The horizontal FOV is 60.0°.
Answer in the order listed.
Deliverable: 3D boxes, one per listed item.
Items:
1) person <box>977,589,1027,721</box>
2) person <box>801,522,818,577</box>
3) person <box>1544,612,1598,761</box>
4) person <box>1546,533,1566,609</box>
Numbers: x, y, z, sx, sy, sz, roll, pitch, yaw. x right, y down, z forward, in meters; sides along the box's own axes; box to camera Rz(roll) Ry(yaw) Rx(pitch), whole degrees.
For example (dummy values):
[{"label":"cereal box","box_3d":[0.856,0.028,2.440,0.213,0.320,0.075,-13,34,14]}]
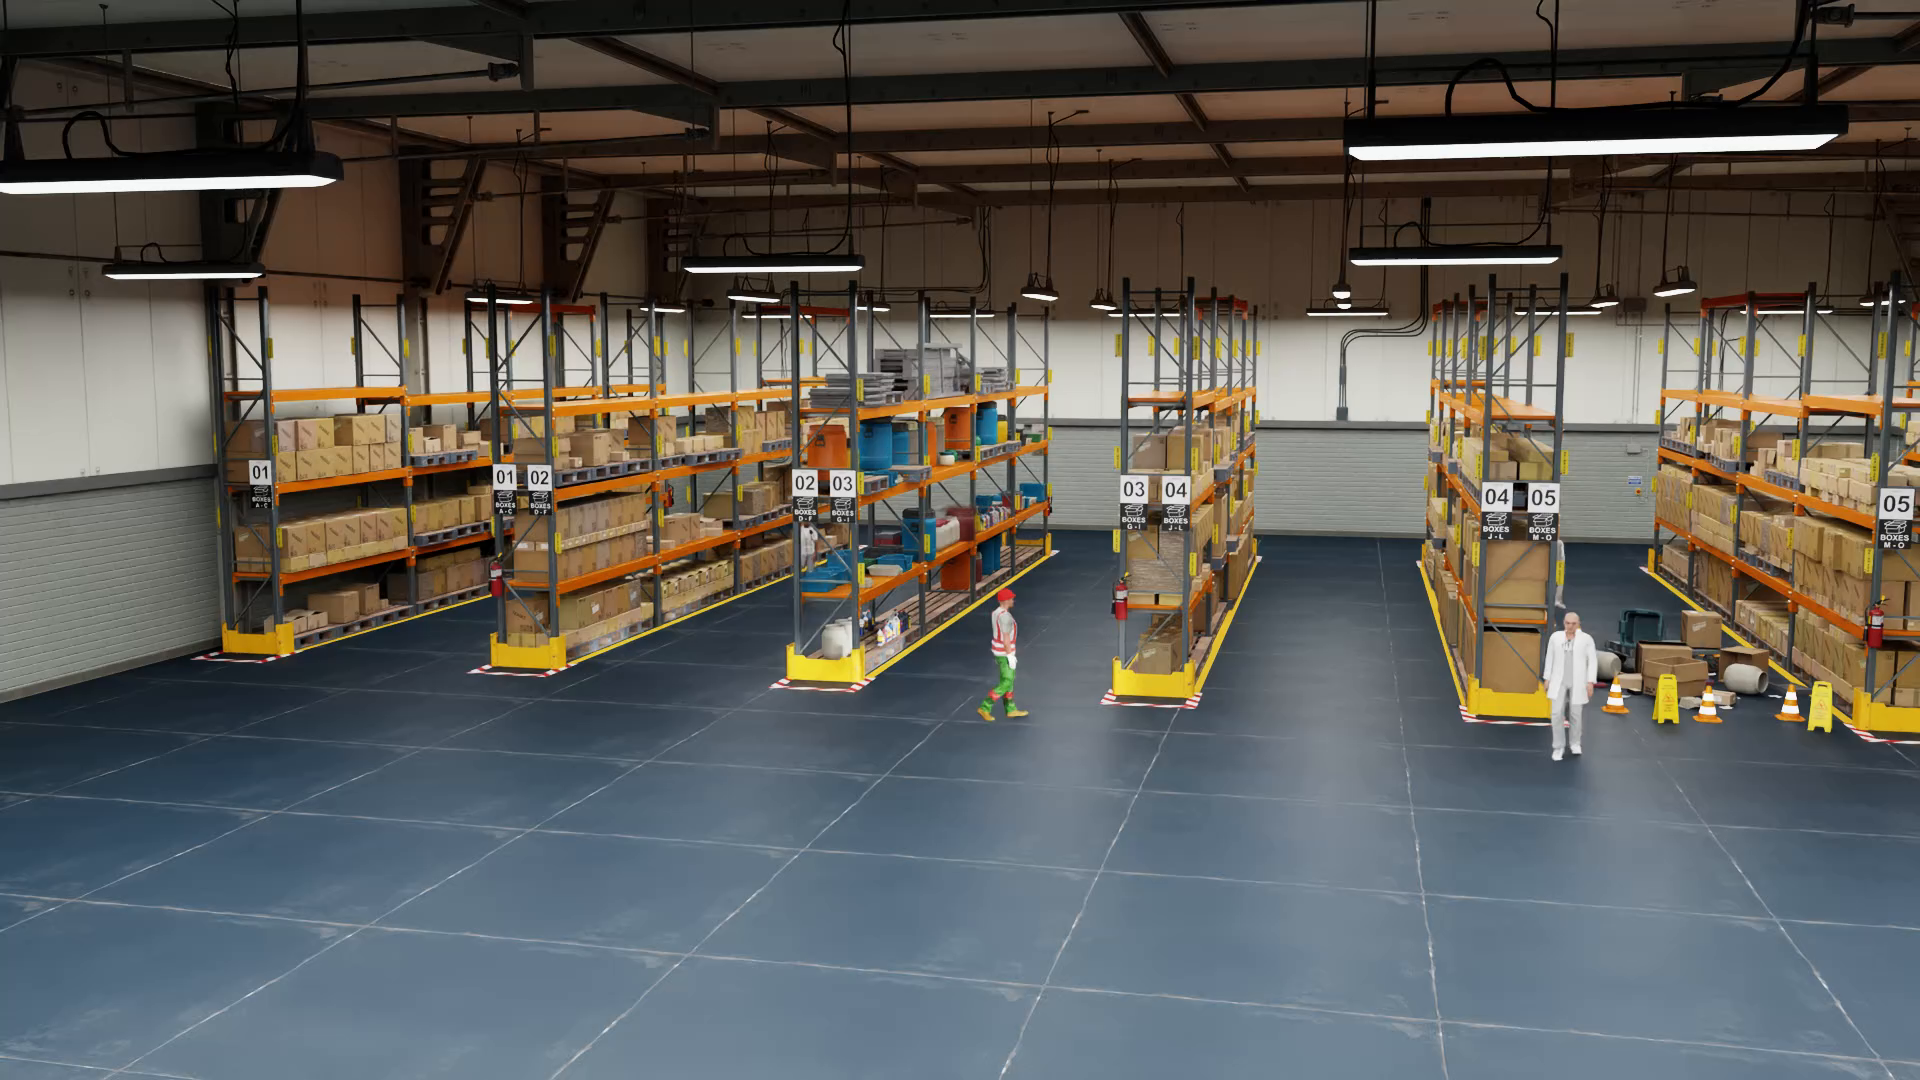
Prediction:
[{"label":"person","box_3d":[0.573,1.548,22.471,0.759,1.787,0.576,-2,7,-13]},{"label":"person","box_3d":[-3.005,0.244,32.365,0.505,1.543,0.987,-1,7,-8]},{"label":"person","box_3d":[7.502,1.793,20.464,0.651,1.827,0.658,4,7,29]},{"label":"person","box_3d":[11.355,0.567,31.798,0.462,1.596,0.480,1,7,12]}]
